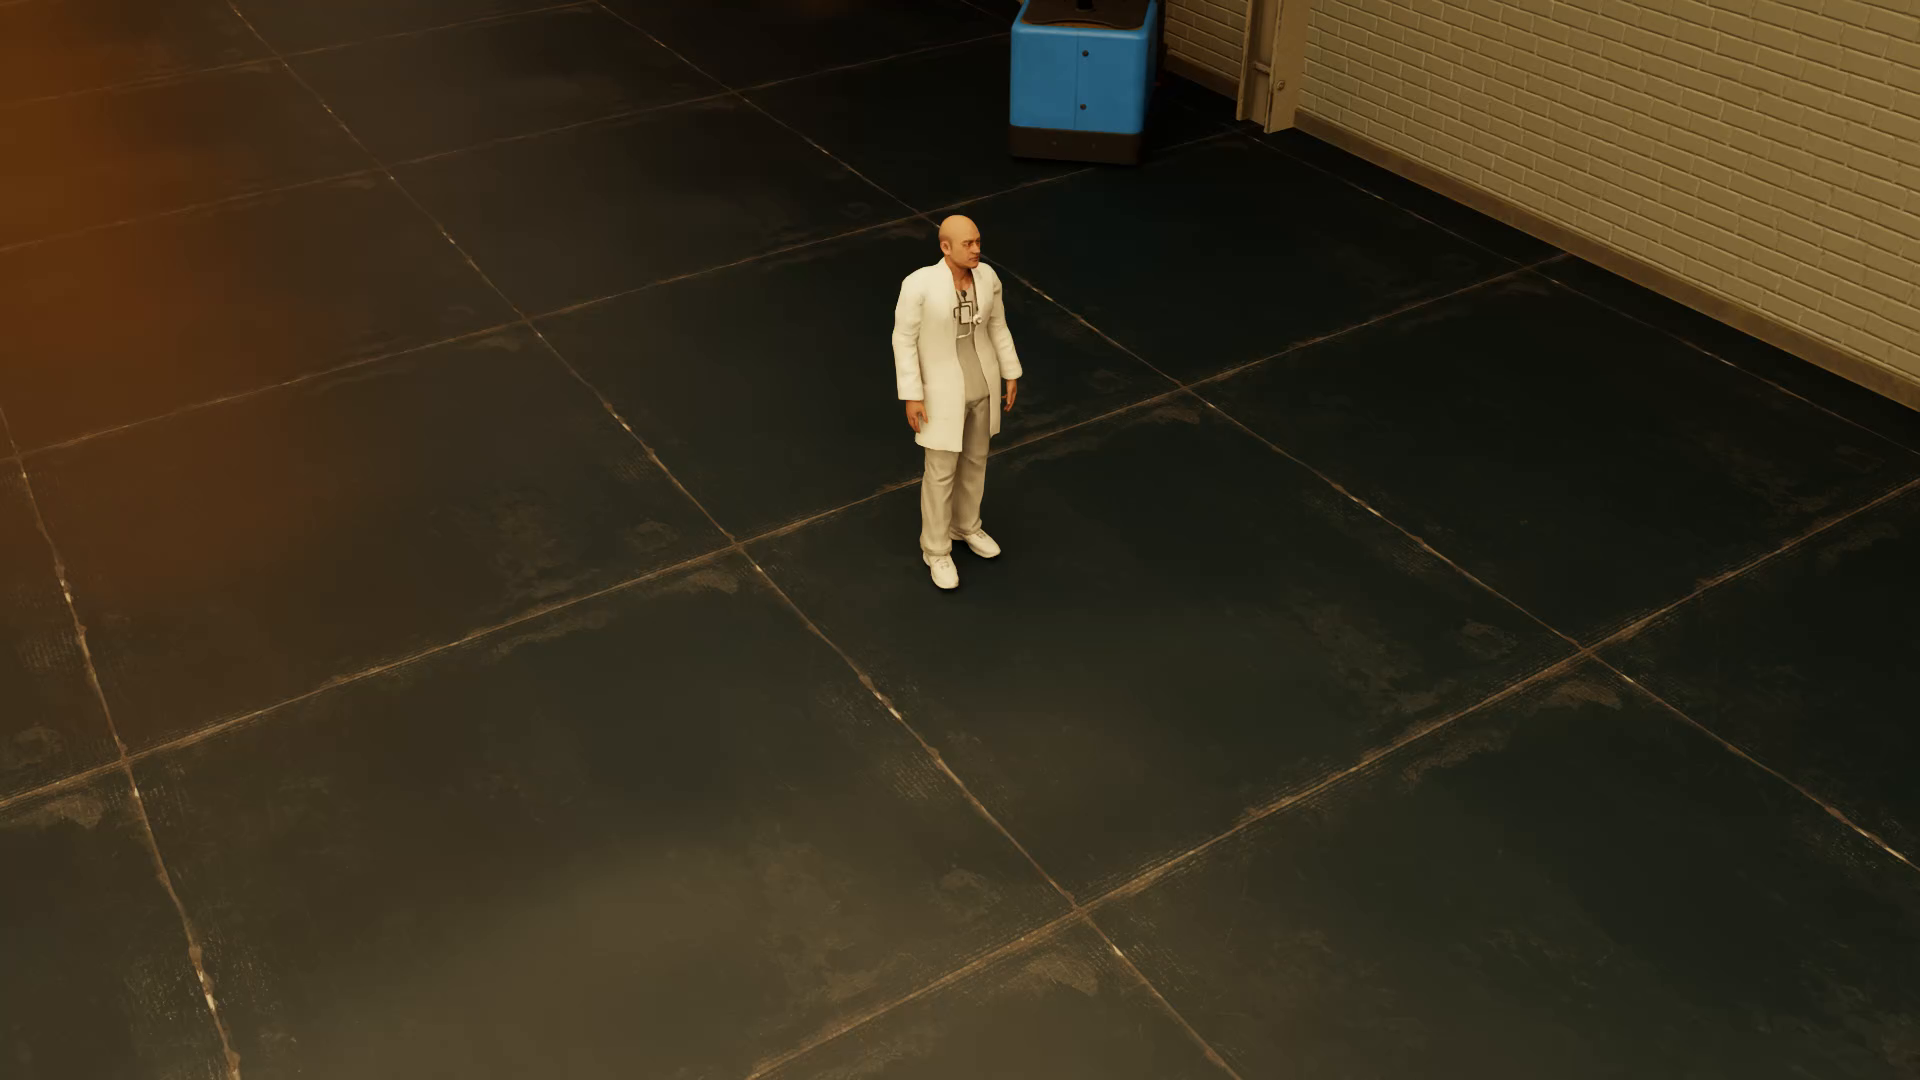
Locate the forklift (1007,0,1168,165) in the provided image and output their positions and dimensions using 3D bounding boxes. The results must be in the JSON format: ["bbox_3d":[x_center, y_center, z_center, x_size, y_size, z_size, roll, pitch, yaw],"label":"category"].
[{"bbox_3d":[1.137,-4.887,13.103,1.130,2.935,3.031,6,36,9],"label":"forklift"}]

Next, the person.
[{"bbox_3d":[0.045,-0.688,8.118,0.696,1.775,0.581,-21,40,-27],"label":"person"}]
